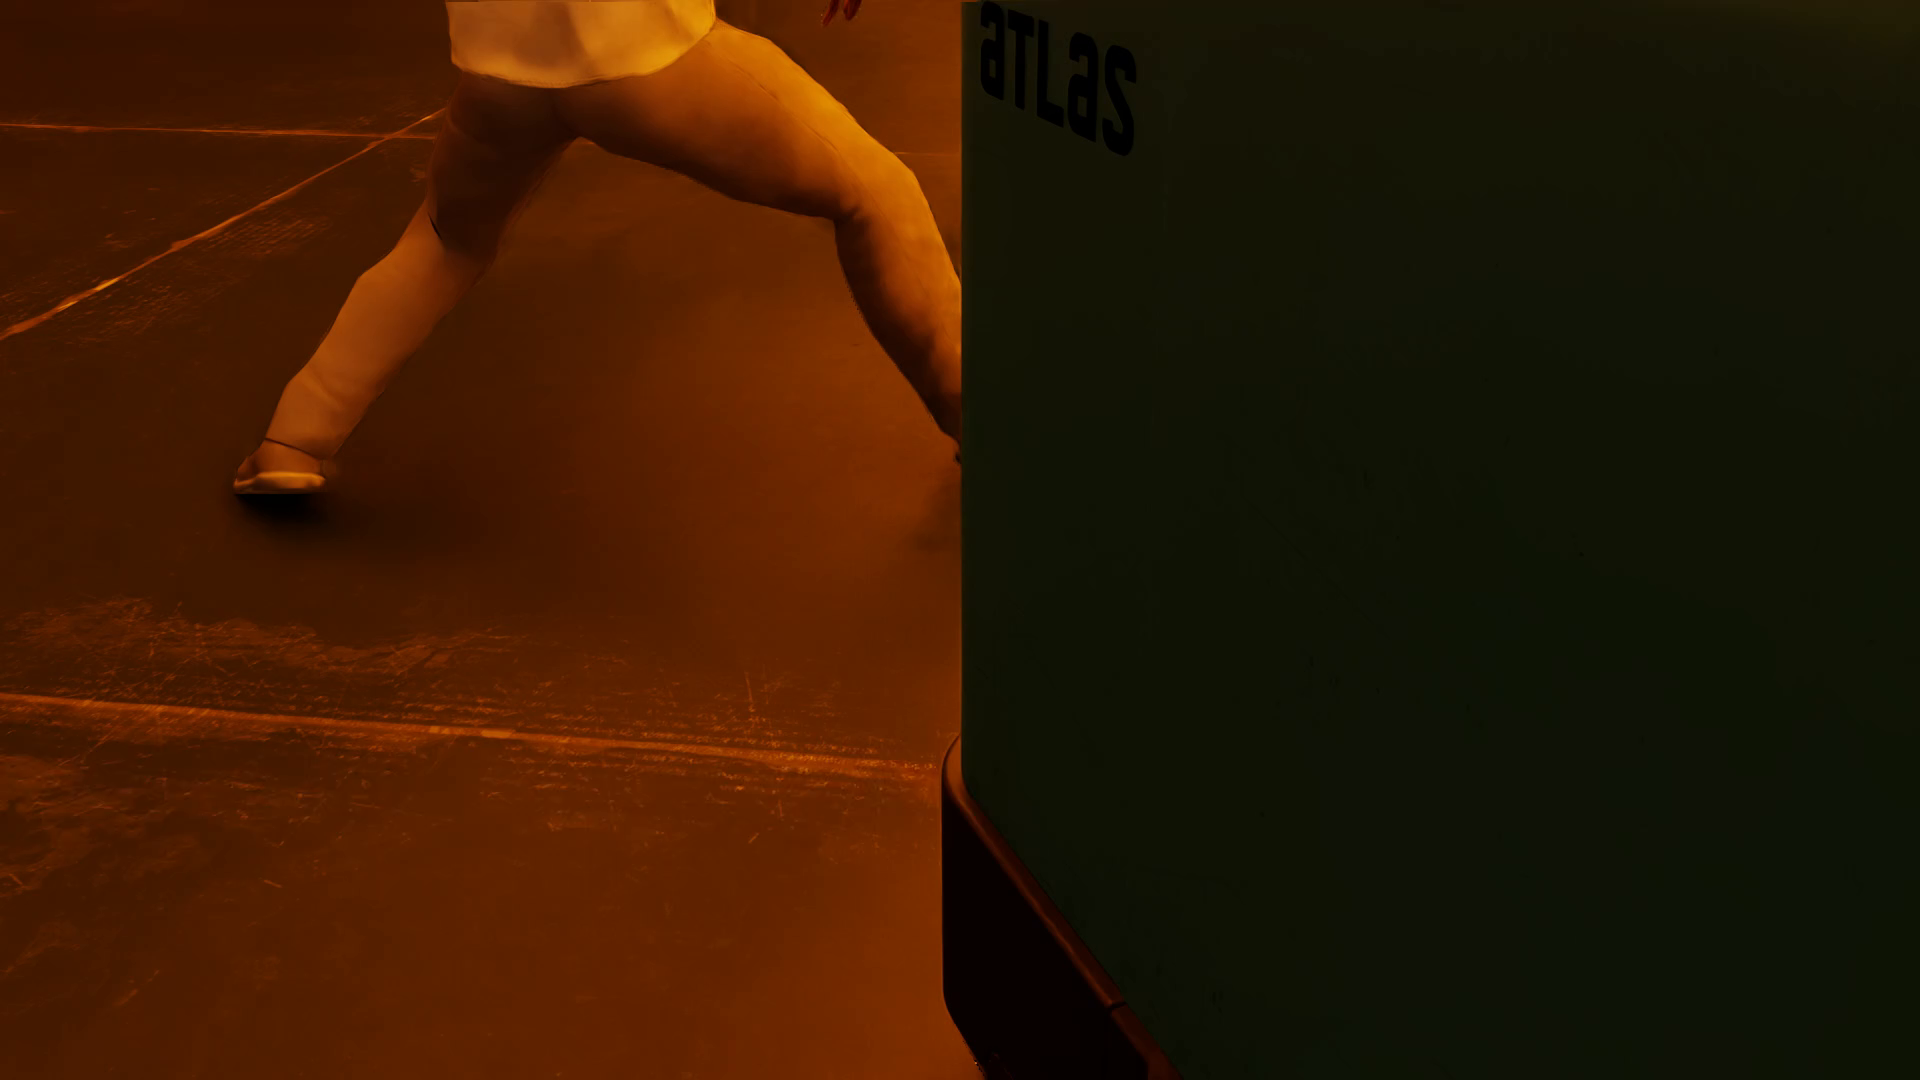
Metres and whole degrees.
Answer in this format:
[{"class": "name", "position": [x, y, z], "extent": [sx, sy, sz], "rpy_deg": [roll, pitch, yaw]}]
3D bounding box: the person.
[{"class": "person", "position": [-0.516, -0.772, 2.431], "extent": [1.099, 1.493, 0.948], "rpy_deg": [14, 30, 26]}]
